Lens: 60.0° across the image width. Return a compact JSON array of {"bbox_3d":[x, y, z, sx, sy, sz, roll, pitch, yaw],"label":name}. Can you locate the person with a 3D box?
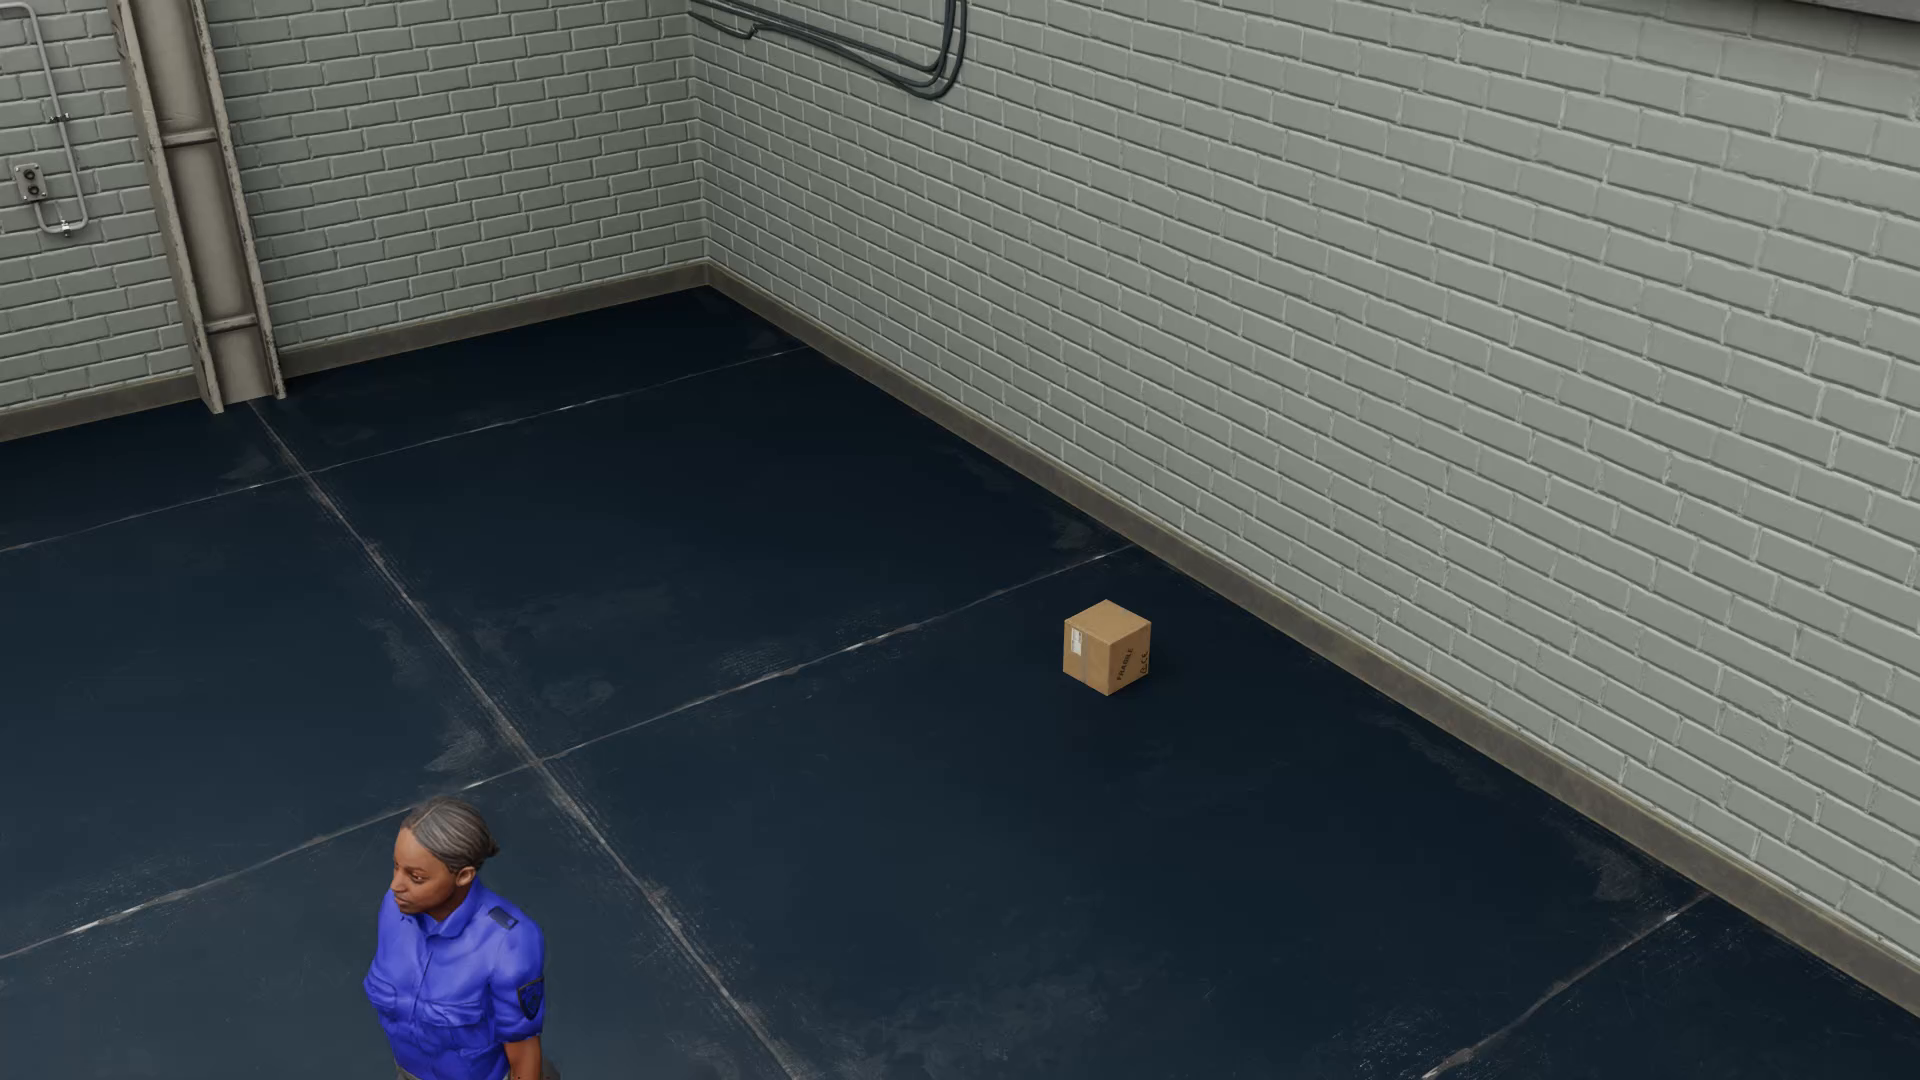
[{"bbox_3d":[-1.101,1.316,3.753,0.441,1.709,0.487,12,31,21],"label":"person"}]
